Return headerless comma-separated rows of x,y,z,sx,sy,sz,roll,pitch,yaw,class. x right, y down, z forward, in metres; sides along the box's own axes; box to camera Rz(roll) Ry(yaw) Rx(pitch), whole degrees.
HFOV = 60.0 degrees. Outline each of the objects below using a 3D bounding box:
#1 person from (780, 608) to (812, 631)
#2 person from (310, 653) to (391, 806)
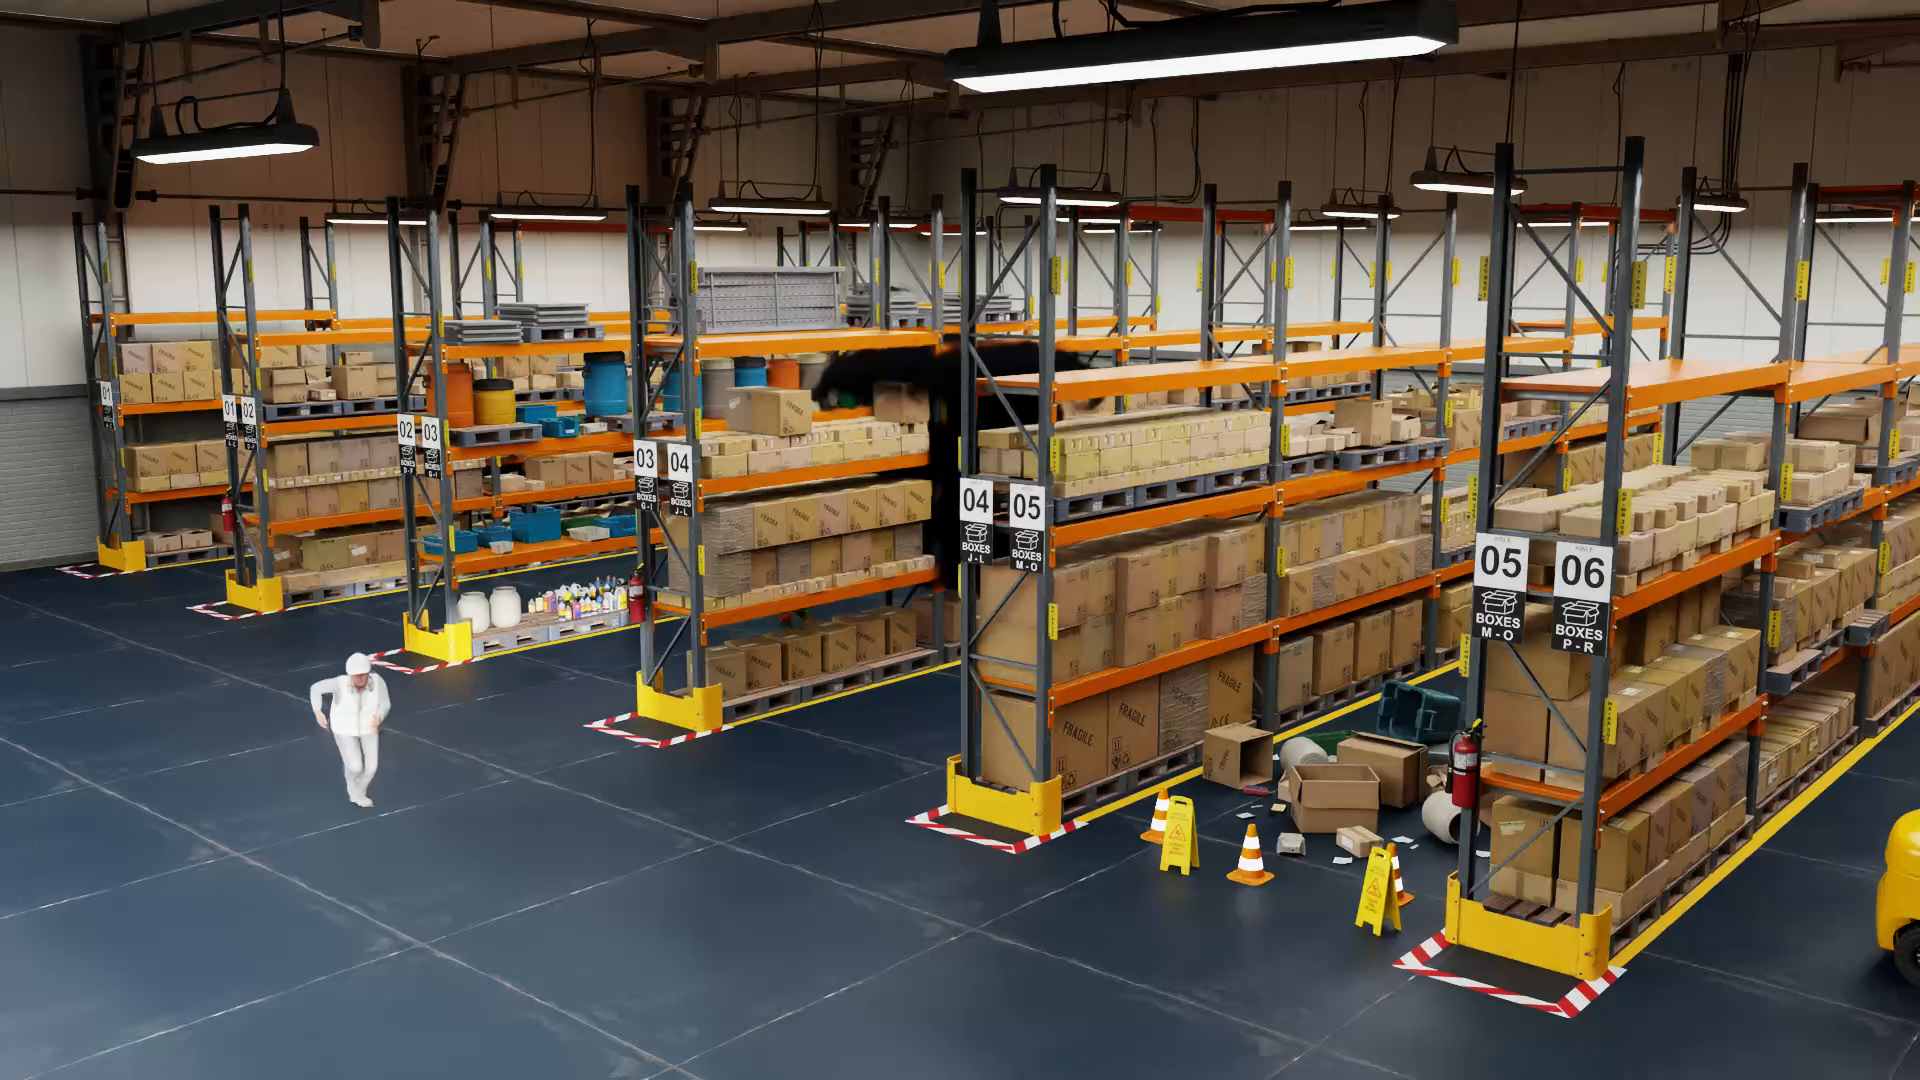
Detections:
-2.391,0.450,22.322,0.687,1.756,0.936,5,11,28,person
-5.702,1.807,15.628,0.685,1.595,0.844,-6,11,-30,person
